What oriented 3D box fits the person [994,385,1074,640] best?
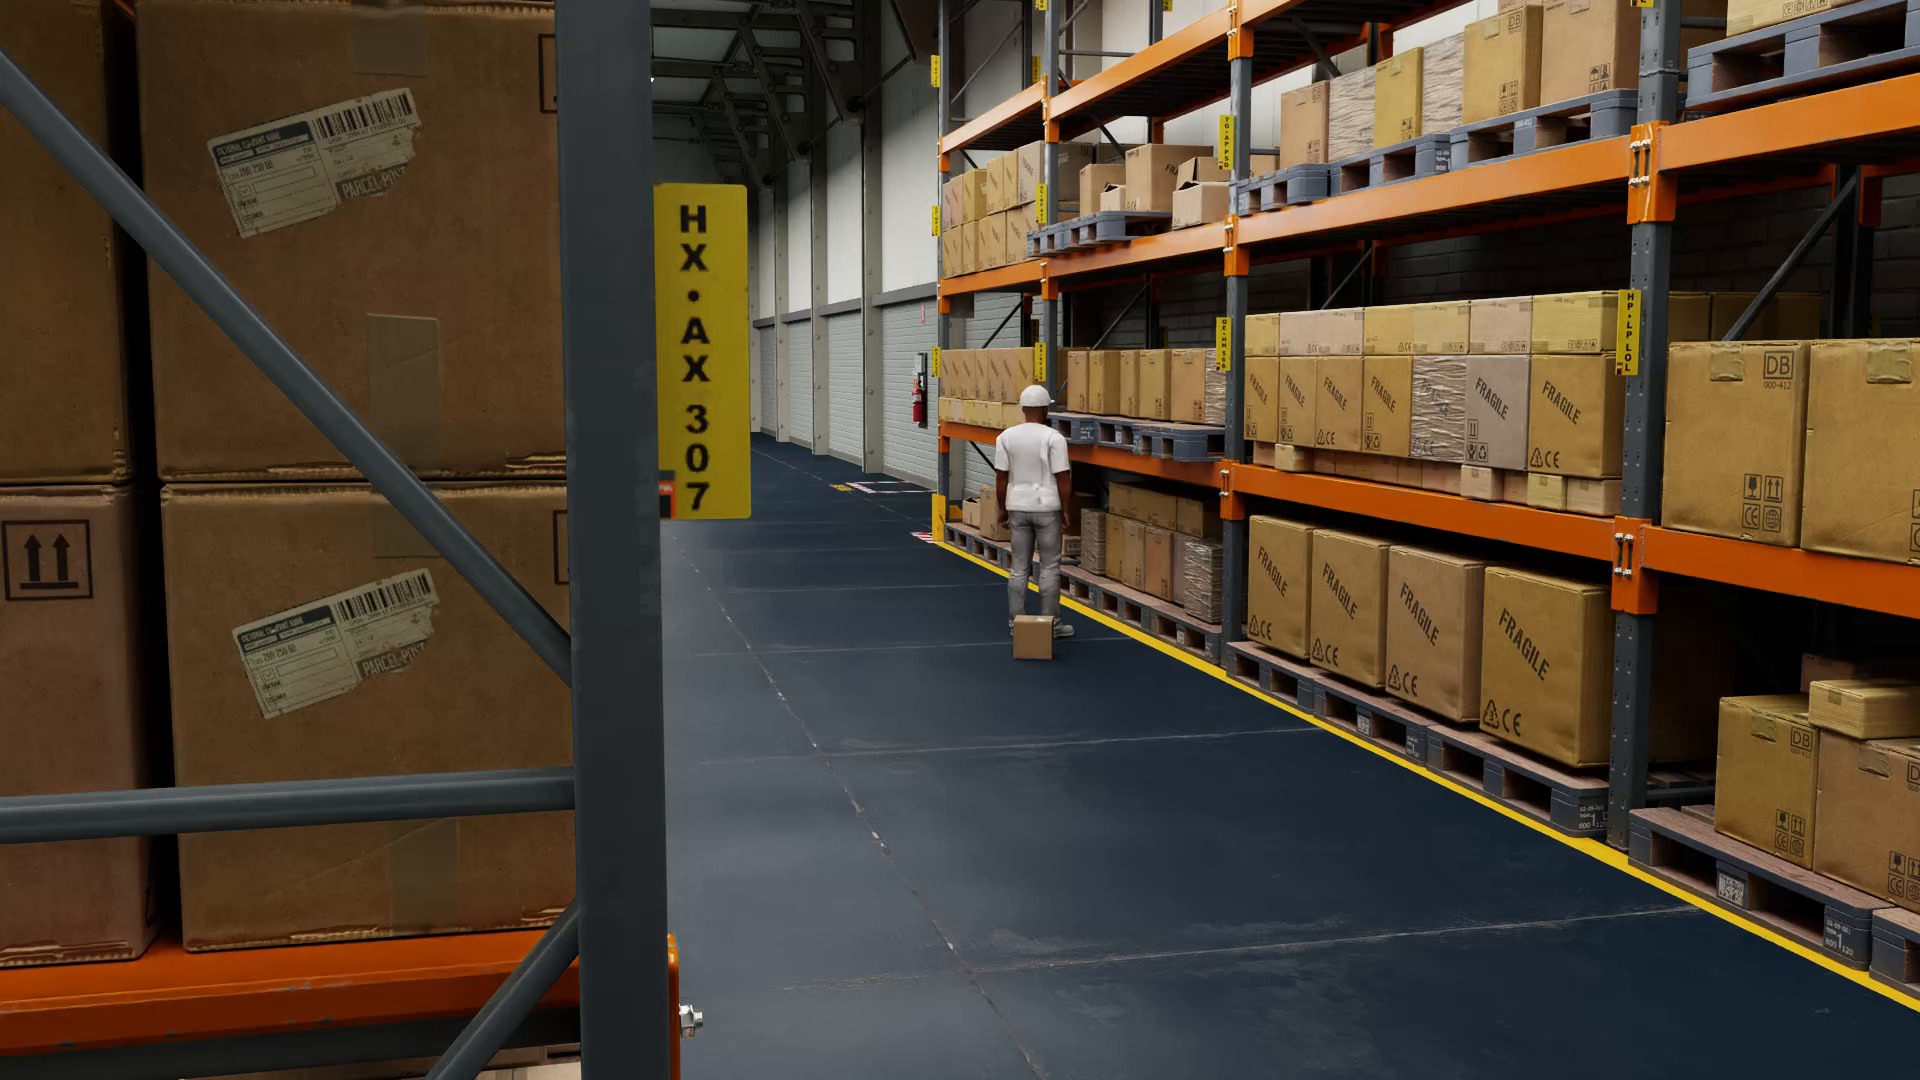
[{"bbox_3d":[0.536,-0.199,11.693,0.566,1.771,0.372,3,7,26],"label":"person"}]
